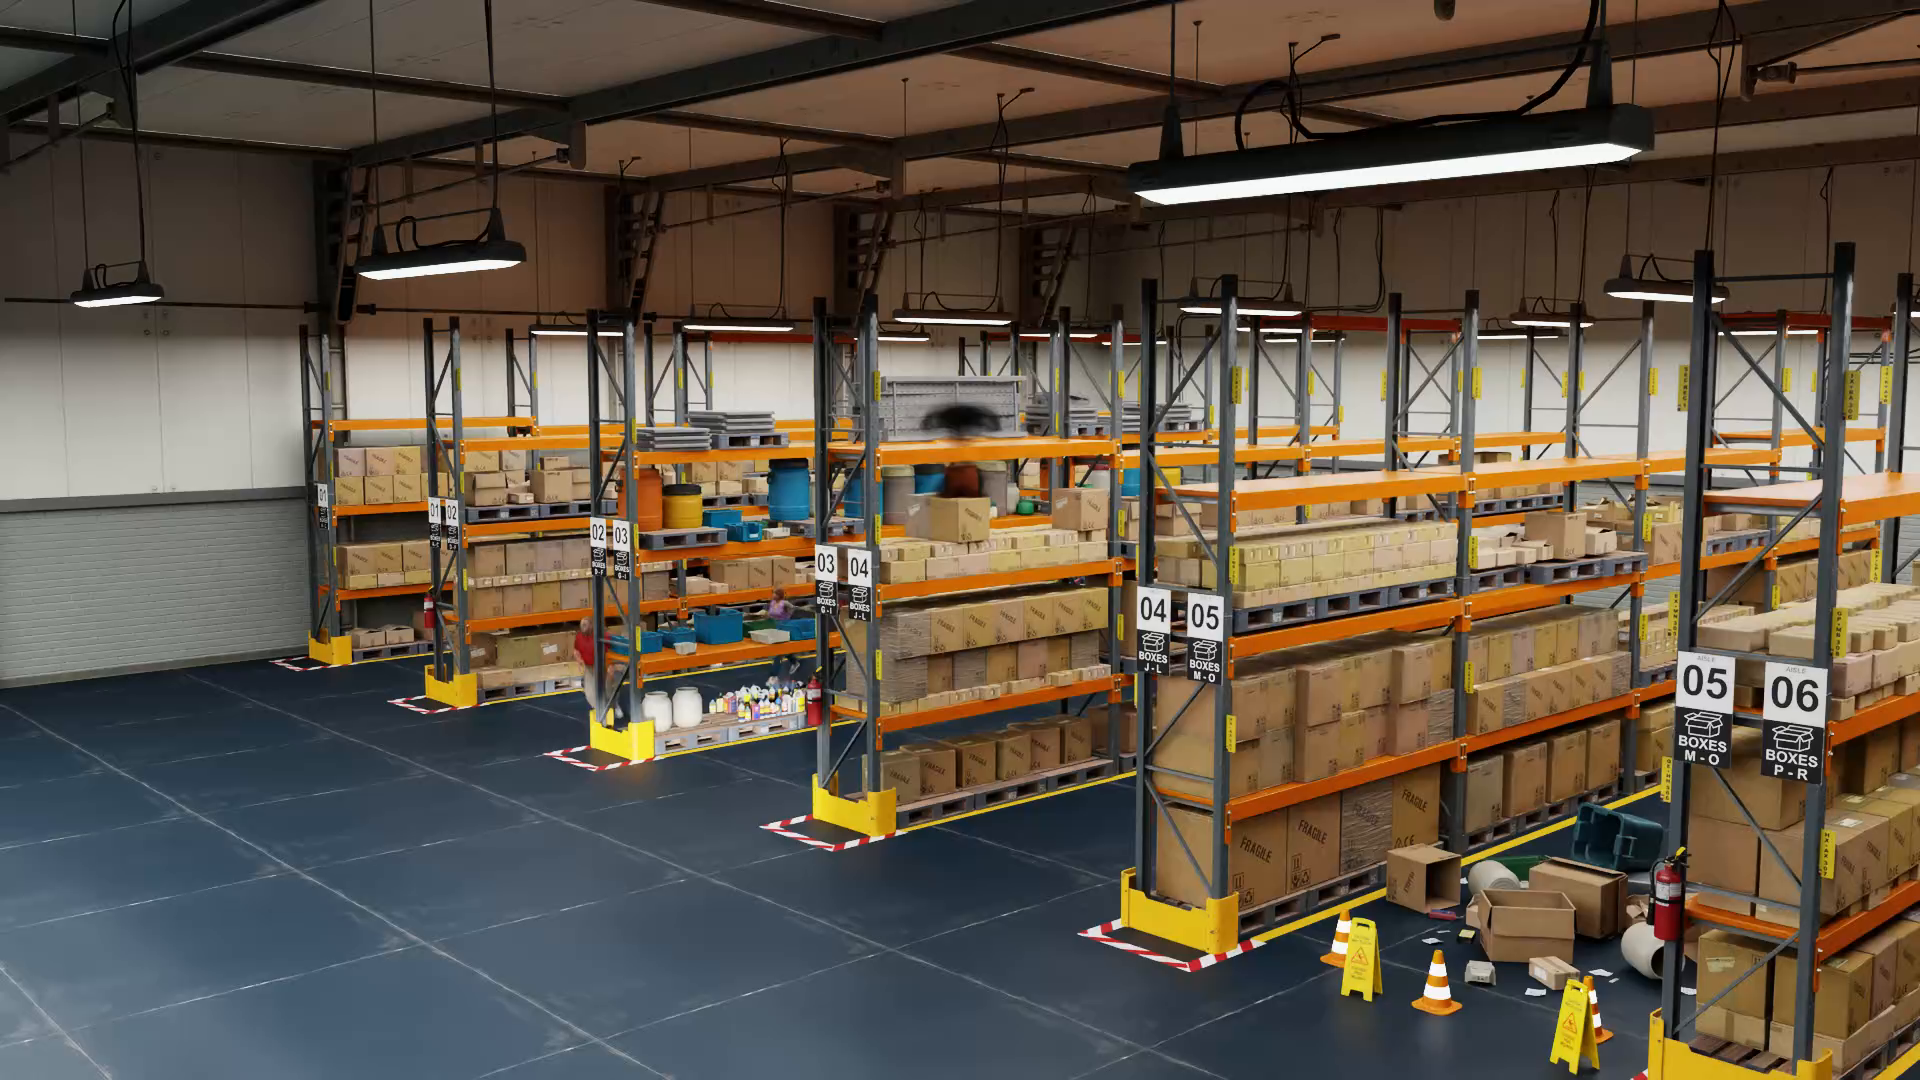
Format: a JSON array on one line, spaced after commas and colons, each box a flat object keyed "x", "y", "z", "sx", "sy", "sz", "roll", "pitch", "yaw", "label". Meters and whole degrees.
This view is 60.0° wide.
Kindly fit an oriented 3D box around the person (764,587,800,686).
[{"x": -2.935, "y": 1.574, "z": 27.717, "sx": 0.537, "sy": 1.612, "sz": 0.886, "roll": 5, "pitch": 8, "yaw": 43, "label": "person"}]

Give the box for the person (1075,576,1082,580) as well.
[{"x": 3.116, "y": 0.308, "z": 39.780, "sx": 0.742, "sy": 1.706, "sz": 0.638, "roll": -4, "pitch": 7, "yaw": -36, "label": "person"}]

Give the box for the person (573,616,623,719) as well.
[{"x": -5.341, "y": 1.898, "z": 24.446, "sx": 0.648, "sy": 1.616, "sz": 0.783, "roll": 2, "pitch": 6, "yaw": 16, "label": "person"}]
